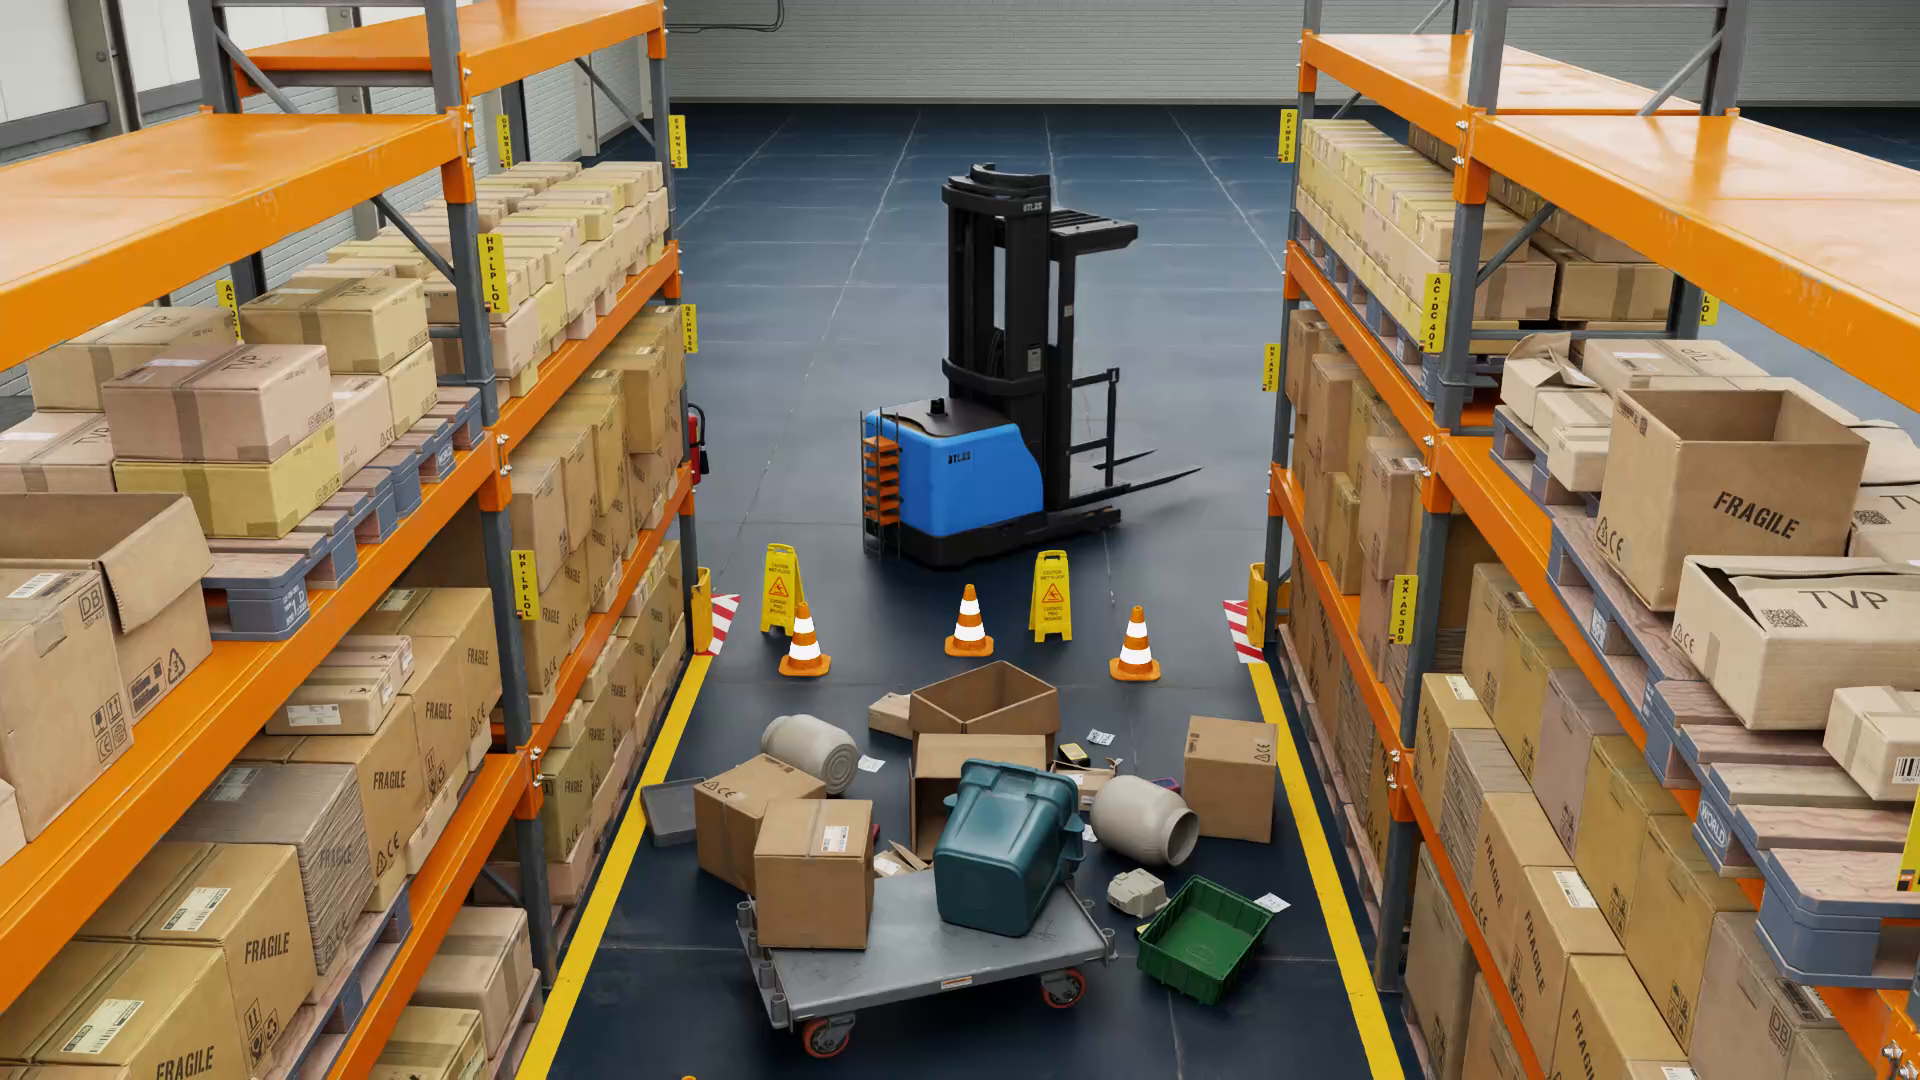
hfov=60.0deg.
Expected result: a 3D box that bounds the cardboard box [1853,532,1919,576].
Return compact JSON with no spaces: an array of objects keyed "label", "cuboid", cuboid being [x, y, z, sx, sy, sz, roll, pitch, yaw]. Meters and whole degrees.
[{"label":"cardboard box","cuboid":[2.633,0.187,4.242,0.500,0.250,0.500,1,21,3]}]

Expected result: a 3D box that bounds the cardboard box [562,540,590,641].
[{"label":"cardboard box","cuboid":[-2.169,0.211,8.289,0.500,0.500,0.500,1,21,1]}]

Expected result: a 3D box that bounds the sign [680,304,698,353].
[{"label":"sign","cuboid":[-1.778,-1.386,10.916,0.100,0.325,0.005,1,21,2]}]

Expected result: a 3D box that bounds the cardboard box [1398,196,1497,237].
[{"label":"cardboard box","cuboid":[2.206,-1.461,7.528,0.380,0.149,0.250,1,21,2]}]

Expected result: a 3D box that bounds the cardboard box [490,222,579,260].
[{"label":"cardboard box","cuboid":[-2.133,-1.501,8.348,0.380,0.149,0.250,0,21,1]}]

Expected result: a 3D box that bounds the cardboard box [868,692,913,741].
[{"label":"cardboard box","cuboid":[-0.353,1.113,10.455,0.380,0.149,0.250,13,25,29]}]

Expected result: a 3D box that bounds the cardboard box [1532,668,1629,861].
[{"label":"cardboard box","cuboid":[2.459,0.788,5.832,0.700,0.500,0.500,1,21,2]}]

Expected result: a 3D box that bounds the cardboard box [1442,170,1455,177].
[{"label":"cardboard box","cuboid":[2.851,-1.861,9.110,0.500,0.250,0.500,1,21,1]}]

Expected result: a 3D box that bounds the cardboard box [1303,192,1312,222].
[{"label":"cardboard box","cuboid":[2.281,-2.005,10.032,0.380,0.149,0.250,1,21,2]}]

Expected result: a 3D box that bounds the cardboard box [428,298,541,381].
[{"label":"cardboard box","cuboid":[-2.166,-0.889,7.323,0.500,0.250,0.500,0,21,0]}]

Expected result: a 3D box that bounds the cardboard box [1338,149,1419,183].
[{"label":"cardboard box","cuboid":[2.251,-2.013,8.949,0.380,0.149,0.250,0,21,1]}]

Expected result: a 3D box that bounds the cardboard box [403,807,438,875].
[{"label":"cardboard box","cuboid":[-2.195,1.126,6.248,0.380,0.149,0.250,1,21,2]}]

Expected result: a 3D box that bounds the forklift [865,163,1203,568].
[{"label":"forklift","cuboid":[0.717,-1.561,13.501,3.031,2.935,1.130,-15,26,-34]}]

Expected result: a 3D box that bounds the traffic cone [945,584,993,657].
[{"label":"traffic cone","cuboid":[0.064,0.530,11.524,0.336,0.463,0.334,1,21,2]}]

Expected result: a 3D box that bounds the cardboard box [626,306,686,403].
[{"label":"cardboard box","cuboid":[-2.129,-1.176,10.482,0.700,0.500,0.500,0,21,0]}]

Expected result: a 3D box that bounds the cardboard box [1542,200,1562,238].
[{"label":"cardboard box","cuboid":[2.863,-1.455,7.512,0.380,0.149,0.250,0,21,1]}]

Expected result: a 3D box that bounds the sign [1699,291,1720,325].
[{"label":"sign","cuboid":[3.040,-1.032,6.744,0.100,0.325,0.005,1,21,2]}]

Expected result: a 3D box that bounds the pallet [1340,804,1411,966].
[{"label":"pallet","cuboid":[2.599,1.778,8.655,1.003,0.211,1.213,1,21,2]}]

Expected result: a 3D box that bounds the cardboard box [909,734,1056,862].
[{"label":"cardboard box","cuboid":[0.125,1.390,9.064,0.797,0.637,0.503,1,21,2]}]

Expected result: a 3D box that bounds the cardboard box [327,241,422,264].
[{"label":"cardboard box","cuboid":[-2.757,-1.319,7.880,0.380,0.149,0.250,1,21,3]}]

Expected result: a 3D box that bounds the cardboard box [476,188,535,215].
[{"label":"cardboard box","cuboid":[-2.601,-1.877,9.319,0.380,0.149,0.250,1,21,1]}]

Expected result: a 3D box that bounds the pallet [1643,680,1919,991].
[{"label":"pallet","cuboid":[2.342,0.655,3.809,1.213,0.211,1.003,2,21,4]}]

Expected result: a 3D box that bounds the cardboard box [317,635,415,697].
[{"label":"cardboard box","cuboid":[-2.250,0.469,6.146,0.380,0.149,0.250,0,21,0]}]

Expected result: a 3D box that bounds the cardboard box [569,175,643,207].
[{"label":"cardboard box","cuboid":[-2.083,-2.054,9.775,0.380,0.149,0.250,0,21,1]}]

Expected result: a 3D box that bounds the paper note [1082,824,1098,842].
[{"label":"paper note","cuboid":[0.710,1.629,9.300,0.172,0.023,0.155,8,23,20]}]

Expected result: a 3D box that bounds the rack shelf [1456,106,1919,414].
[{"label":"rack shelf","cuboid":[2.437,-0.800,4.697,1.077,0.370,4.000,1,21,2]}]

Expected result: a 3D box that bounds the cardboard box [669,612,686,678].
[{"label":"cardboard box","cuboid":[-2.088,0.678,10.856,0.500,0.250,0.500,1,21,1]}]

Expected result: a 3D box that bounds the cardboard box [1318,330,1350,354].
[{"label":"cardboard box","cuboid":[2.645,-0.934,10.089,0.875,0.550,0.550,1,21,2]}]

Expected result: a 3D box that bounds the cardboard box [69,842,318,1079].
[{"label":"cardboard box","cuboid":[-2.312,1.259,5.008,0.500,0.500,0.500,1,21,3]}]

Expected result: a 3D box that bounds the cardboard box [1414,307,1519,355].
[{"label":"cardboard box","cuboid":[2.189,-0.907,7.201,0.380,0.149,0.250,1,21,1]}]

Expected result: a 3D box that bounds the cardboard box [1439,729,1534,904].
[{"label":"cardboard box","cuboid":[2.198,1.075,6.473,0.500,0.500,0.500,1,21,2]}]

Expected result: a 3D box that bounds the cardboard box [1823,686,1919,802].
[{"label":"cardboard box","cuboid":[2.174,0.448,3.686,0.380,0.166,0.250,1,21,2]}]

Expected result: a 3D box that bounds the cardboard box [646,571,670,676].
[{"label":"cardboard box","cuboid":[-2.108,0.506,10.263,0.500,0.500,0.500,1,21,4]}]

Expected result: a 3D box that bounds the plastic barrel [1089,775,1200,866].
[{"label":"plastic barrel","cuboid":[0.999,1.526,9.010,0.512,0.421,0.421,18,27,38]}]

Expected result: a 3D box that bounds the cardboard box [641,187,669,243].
[{"label":"cardboard box","cuboid":[-2.078,-1.991,10.164,0.500,0.250,0.500,0,21,1]}]

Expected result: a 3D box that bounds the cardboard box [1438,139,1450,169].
[{"label":"cardboard box","cuboid":[2.925,-2.187,9.399,0.380,0.149,0.250,1,21,3]}]

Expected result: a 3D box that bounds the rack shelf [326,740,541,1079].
[{"label":"rack shelf","cuboid":[-2.514,1.793,5.756,1.077,0.370,4.000,1,21,2]}]

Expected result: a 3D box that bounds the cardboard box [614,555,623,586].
[{"label":"cardboard box","cuboid":[-2.095,0.187,9.247,0.380,0.149,0.250,1,21,1]}]

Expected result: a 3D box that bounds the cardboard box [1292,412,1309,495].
[{"label":"cardboard box","cuboid":[2.653,-0.629,10.797,0.875,0.550,0.550,1,21,2]}]

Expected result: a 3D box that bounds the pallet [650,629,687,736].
[{"label":"pallet","cuboid":[-2.394,0.909,10.895,1.003,0.211,1.213,1,21,2]}]

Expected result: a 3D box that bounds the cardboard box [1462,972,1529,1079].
[{"label":"cardboard box","cuboid":[2.535,2.179,6.295,1.050,0.750,0.750,1,21,2]}]

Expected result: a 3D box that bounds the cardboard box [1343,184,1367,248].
[{"label":"cardboard box","cuboid":[2.303,-1.685,8.655,0.500,0.250,0.500,1,21,1]}]

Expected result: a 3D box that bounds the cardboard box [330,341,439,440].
[{"label":"cardboard box","cuboid":[-2.326,-0.577,6.350,0.500,0.250,0.500,0,21,1]}]

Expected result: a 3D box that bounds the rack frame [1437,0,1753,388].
[{"label":"rack frame","cuboid":[2.497,-2.045,6.359,1.000,3.000,0.127,1,21,2]}]

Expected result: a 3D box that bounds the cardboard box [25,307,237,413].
[{"label":"cardboard box","cuboid":[-2.877,-0.636,5.810,0.500,0.250,0.500,0,21,0]}]

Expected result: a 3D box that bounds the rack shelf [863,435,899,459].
[{"label":"rack shelf","cuboid":[-0.621,-0.722,12.858,0.180,0.103,0.258,-15,26,-34]}]

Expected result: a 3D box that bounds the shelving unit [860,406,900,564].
[{"label":"shelving unit","cuboid":[-0.621,-0.427,12.972,0.189,1.200,0.258,-15,26,-34]}]

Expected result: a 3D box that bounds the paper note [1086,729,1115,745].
[{"label":"paper note","cuboid":[0.876,1.224,10.334,0.144,0.017,0.142,8,23,20]}]

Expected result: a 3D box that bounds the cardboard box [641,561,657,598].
[{"label":"cardboard box","cuboid":[-2.050,0.239,10.054,0.380,0.149,0.250,1,21,3]}]

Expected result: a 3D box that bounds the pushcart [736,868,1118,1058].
[{"label":"pushcart","cuboid":[-0.173,1.964,7.946,1.648,0.377,0.936,-7,22,-17]}]

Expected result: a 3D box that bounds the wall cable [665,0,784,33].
[{"label":"wall cable","cuboid":[-5.891,-13.770,40.871,3.097,2.526,0.112,1,21,2]}]

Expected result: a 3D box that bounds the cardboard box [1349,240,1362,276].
[{"label":"cardboard box","cuboid":[2.234,-1.459,8.623,0.380,0.149,0.250,1,21,1]}]

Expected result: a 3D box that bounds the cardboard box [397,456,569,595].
[{"label":"cardboard box","cuboid":[-2.223,-0.074,7.641,0.700,0.500,0.500,0,21,1]}]

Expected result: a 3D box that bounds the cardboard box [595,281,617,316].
[{"label":"cardboard box","cuboid":[-2.065,-1.305,8.947,0.380,0.149,0.250,0,21,1]}]

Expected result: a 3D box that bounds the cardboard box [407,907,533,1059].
[{"label":"cardboard box","cuboid":[-2.467,1.953,7.401,0.950,0.372,0.625,1,21,2]}]
